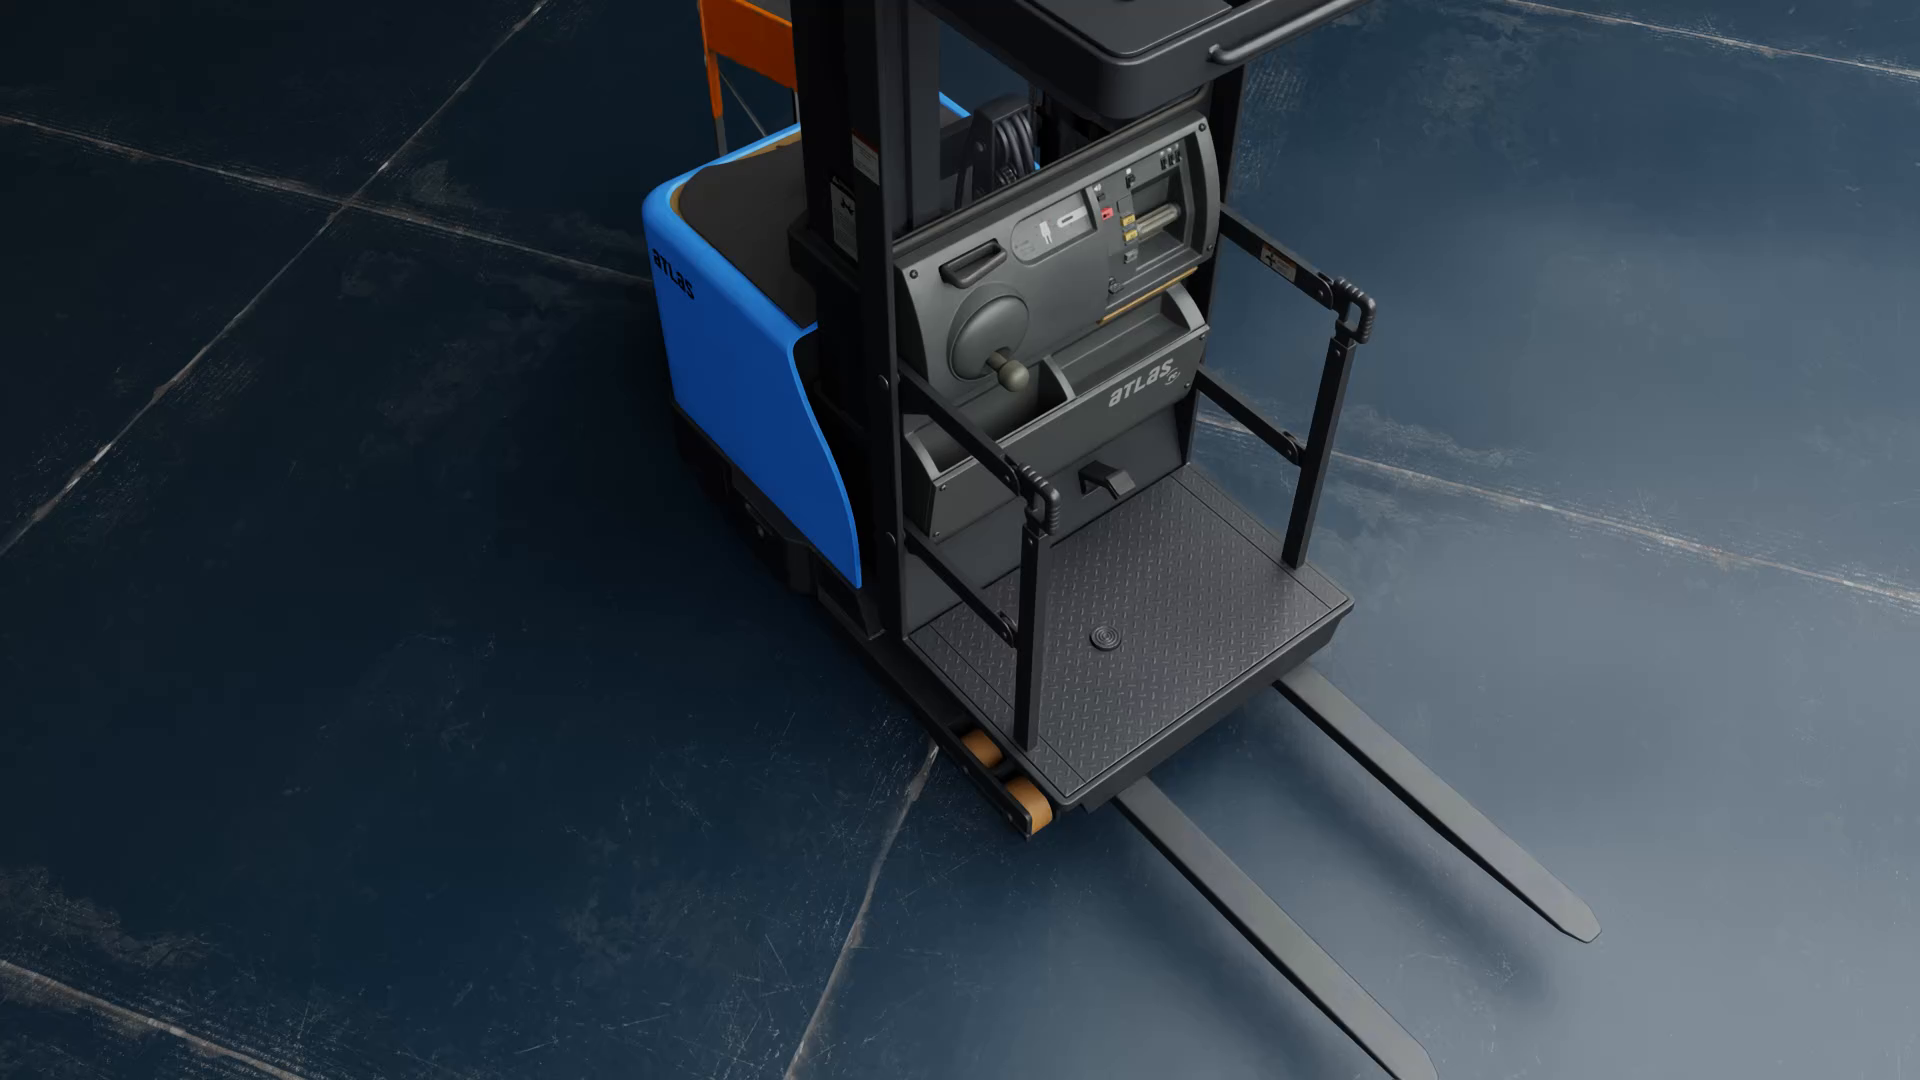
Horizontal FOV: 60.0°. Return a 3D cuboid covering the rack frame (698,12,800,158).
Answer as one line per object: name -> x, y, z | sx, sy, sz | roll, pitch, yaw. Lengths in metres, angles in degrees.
rack frame -> -0.676, -1.675, 5.311 | 0.015, 2.100, 0.400 | 32, 56, 25

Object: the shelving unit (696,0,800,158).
shelving unit -> -0.488, -1.559, 5.209 | 0.503, 2.100, 0.431 | 32, 56, 25

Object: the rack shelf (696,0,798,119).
rack shelf -> -0.488, -1.550, 5.219 | 0.480, 0.518, 0.431 | 32, 56, 25

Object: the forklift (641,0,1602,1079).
forklift -> 0.391, -0.587, 3.820 | 1.130, 2.935, 3.031 | -31, 56, -24
